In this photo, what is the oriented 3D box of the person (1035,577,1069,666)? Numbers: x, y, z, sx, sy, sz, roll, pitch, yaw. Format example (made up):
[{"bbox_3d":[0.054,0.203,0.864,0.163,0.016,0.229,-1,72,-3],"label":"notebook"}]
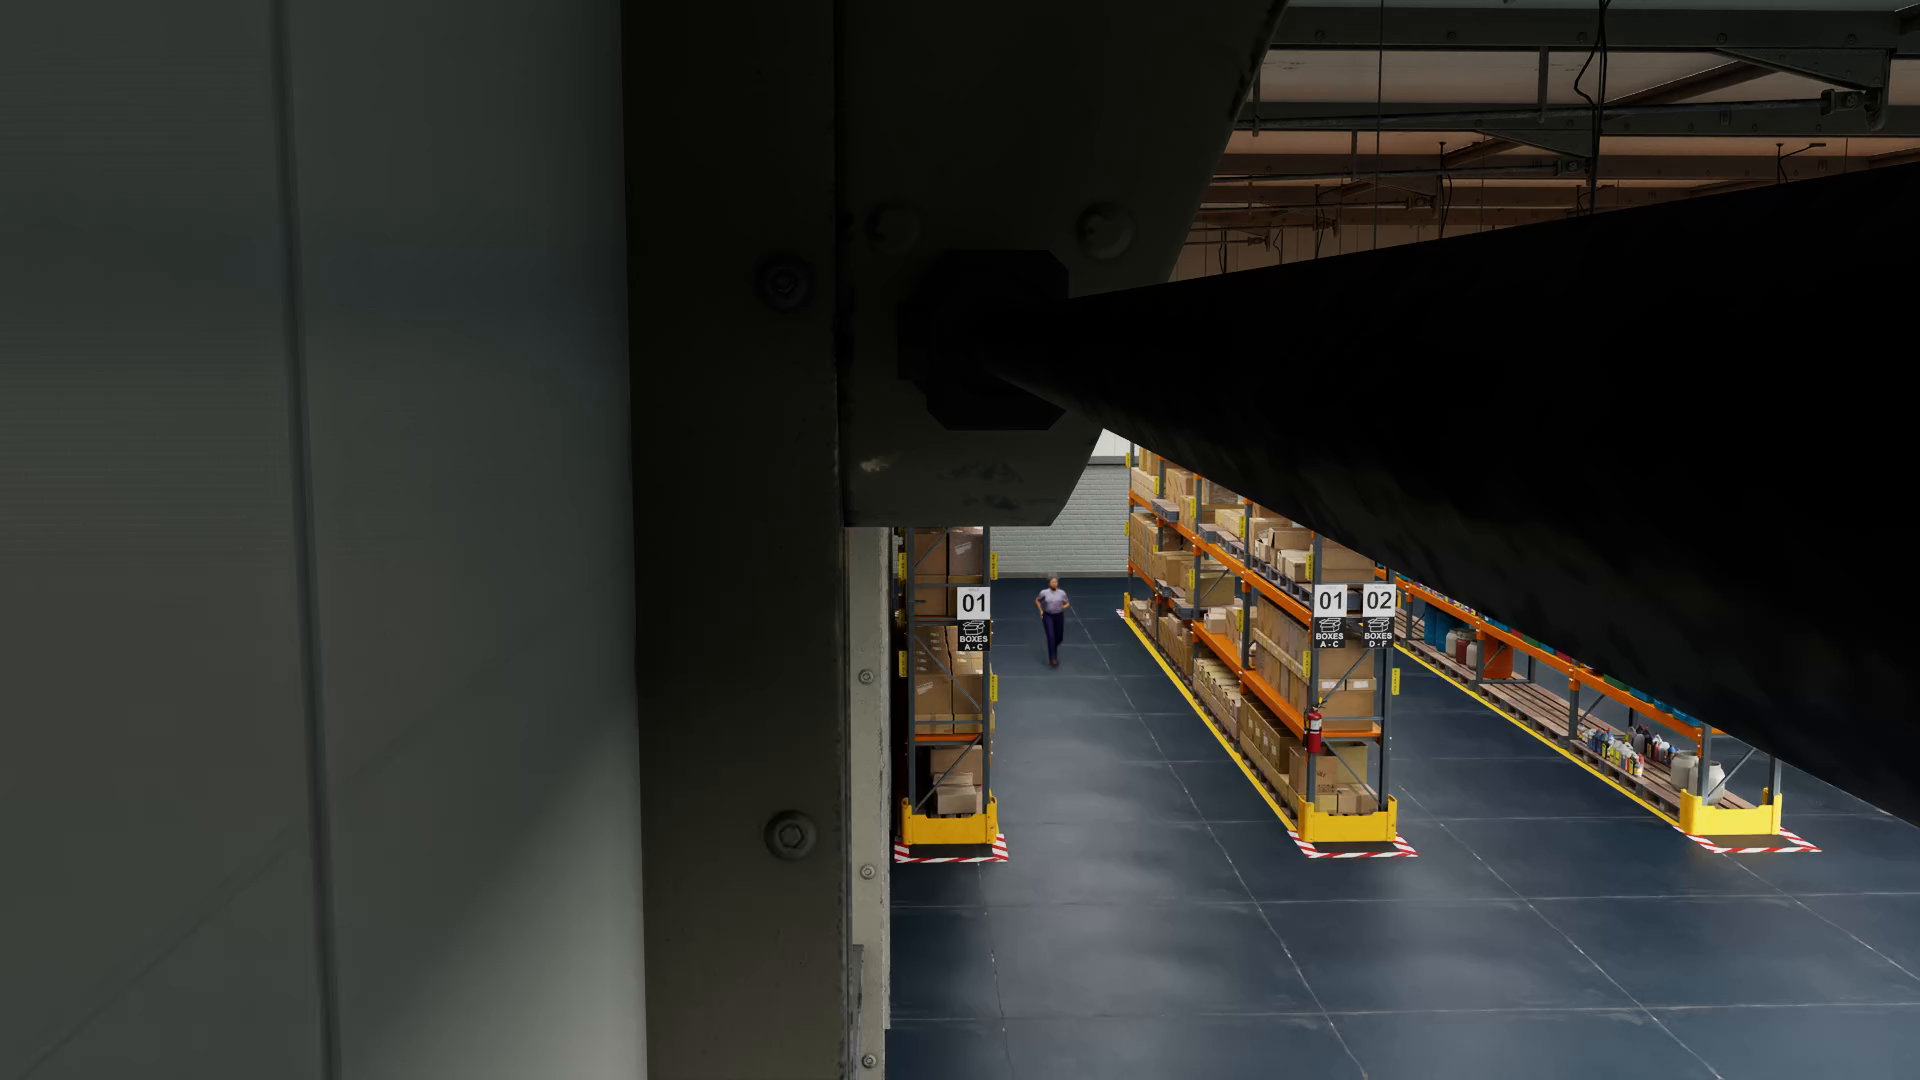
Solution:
[{"bbox_3d":[1.758,1.496,31.406,0.616,1.624,0.912,-1,7,-11],"label":"person"}]
